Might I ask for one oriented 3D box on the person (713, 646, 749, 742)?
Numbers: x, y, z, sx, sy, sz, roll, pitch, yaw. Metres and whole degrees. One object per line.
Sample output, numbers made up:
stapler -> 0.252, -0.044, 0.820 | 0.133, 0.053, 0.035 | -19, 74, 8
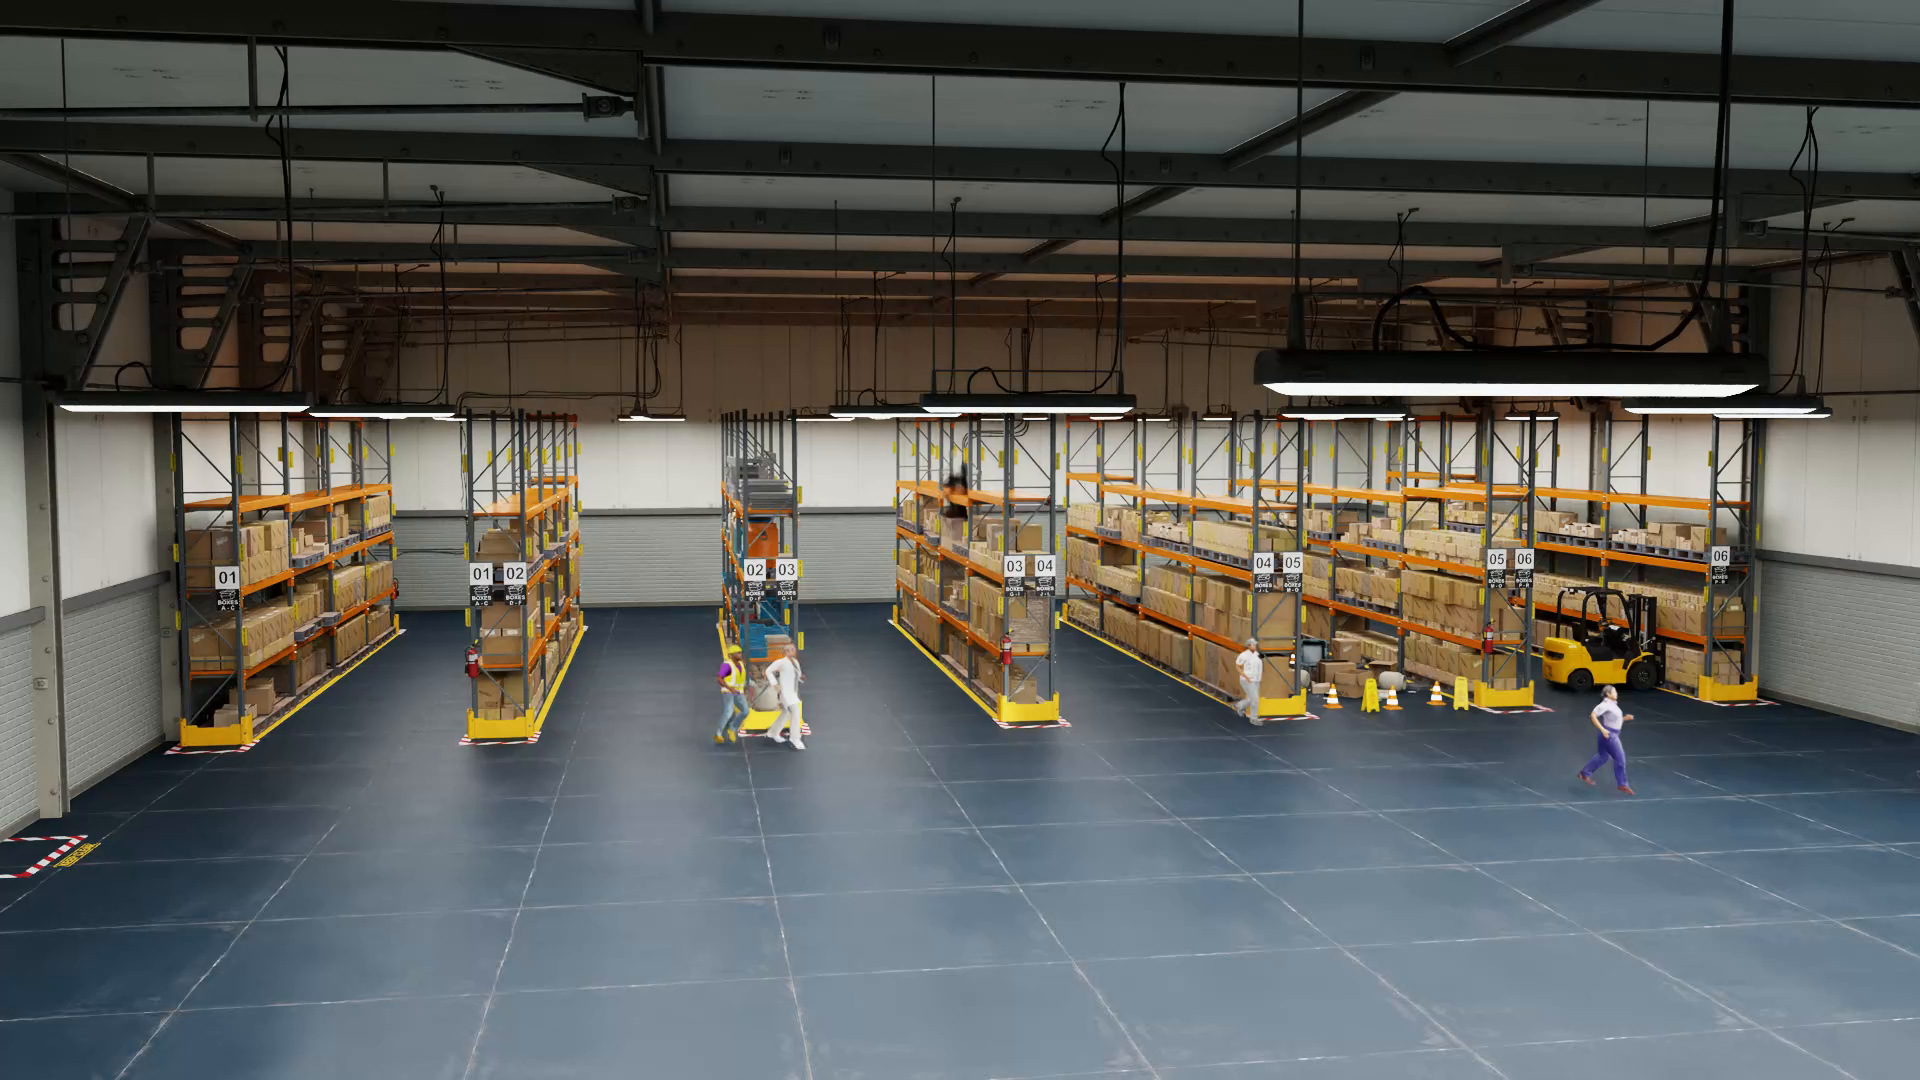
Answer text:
person -> -4.069, 2.770, 30.013 | 0.622, 1.731, 0.767 | 3, 5, 38

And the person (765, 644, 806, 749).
person -> -3.060, 2.771, 29.611 | 0.816, 1.832, 0.730 | 1, 4, 21

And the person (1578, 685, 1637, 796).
person -> 10.071, 3.086, 25.843 | 0.878, 1.678, 0.594 | 2, 4, 24

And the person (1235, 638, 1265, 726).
person -> 5.539, 2.690, 31.810 | 0.625, 1.634, 0.728 | -3, 5, -41
